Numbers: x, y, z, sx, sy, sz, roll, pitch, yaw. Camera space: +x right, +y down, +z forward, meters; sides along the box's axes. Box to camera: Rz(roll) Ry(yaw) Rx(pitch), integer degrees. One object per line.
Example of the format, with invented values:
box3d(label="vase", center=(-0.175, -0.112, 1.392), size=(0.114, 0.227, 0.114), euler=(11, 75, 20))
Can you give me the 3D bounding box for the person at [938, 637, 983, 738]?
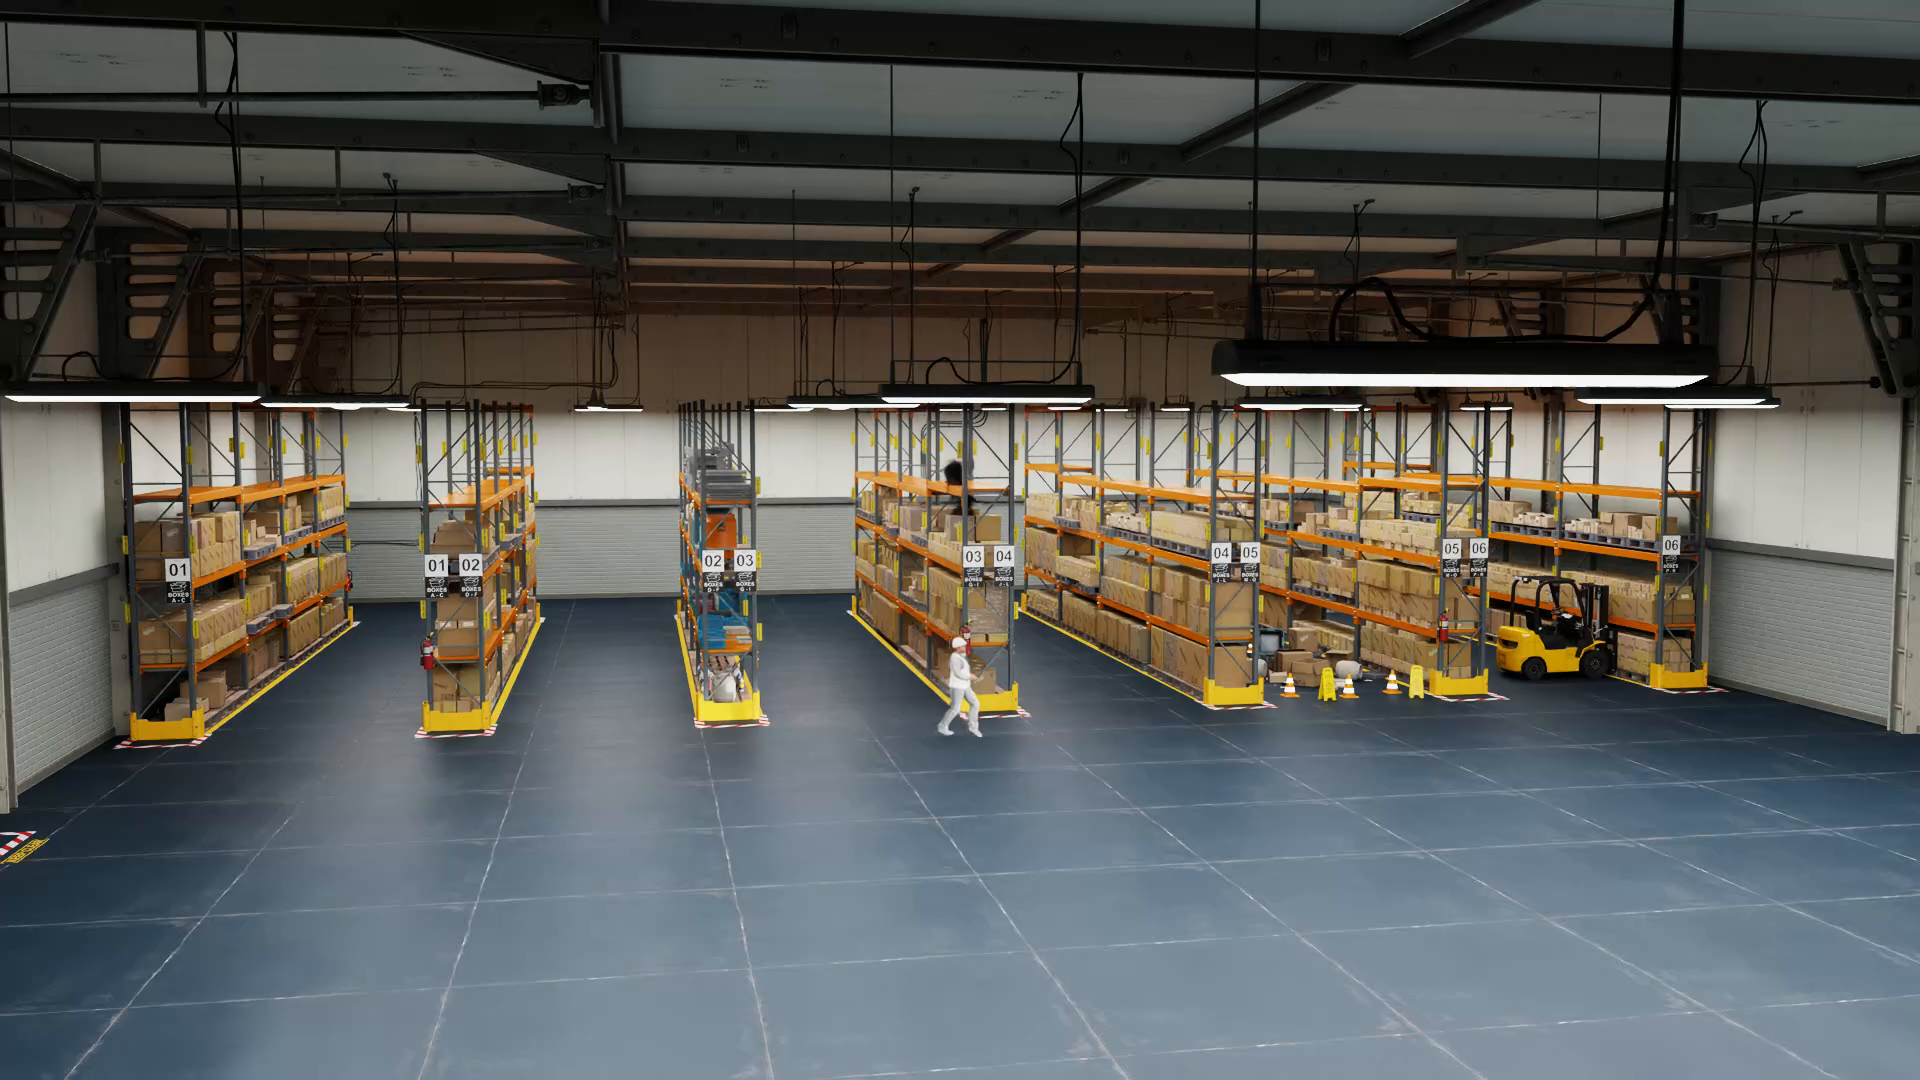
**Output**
box3d(label="person", center=(-0.006, 2.616, 29.376), size=(0.798, 1.809, 0.639), euler=(1, 4, 14))
